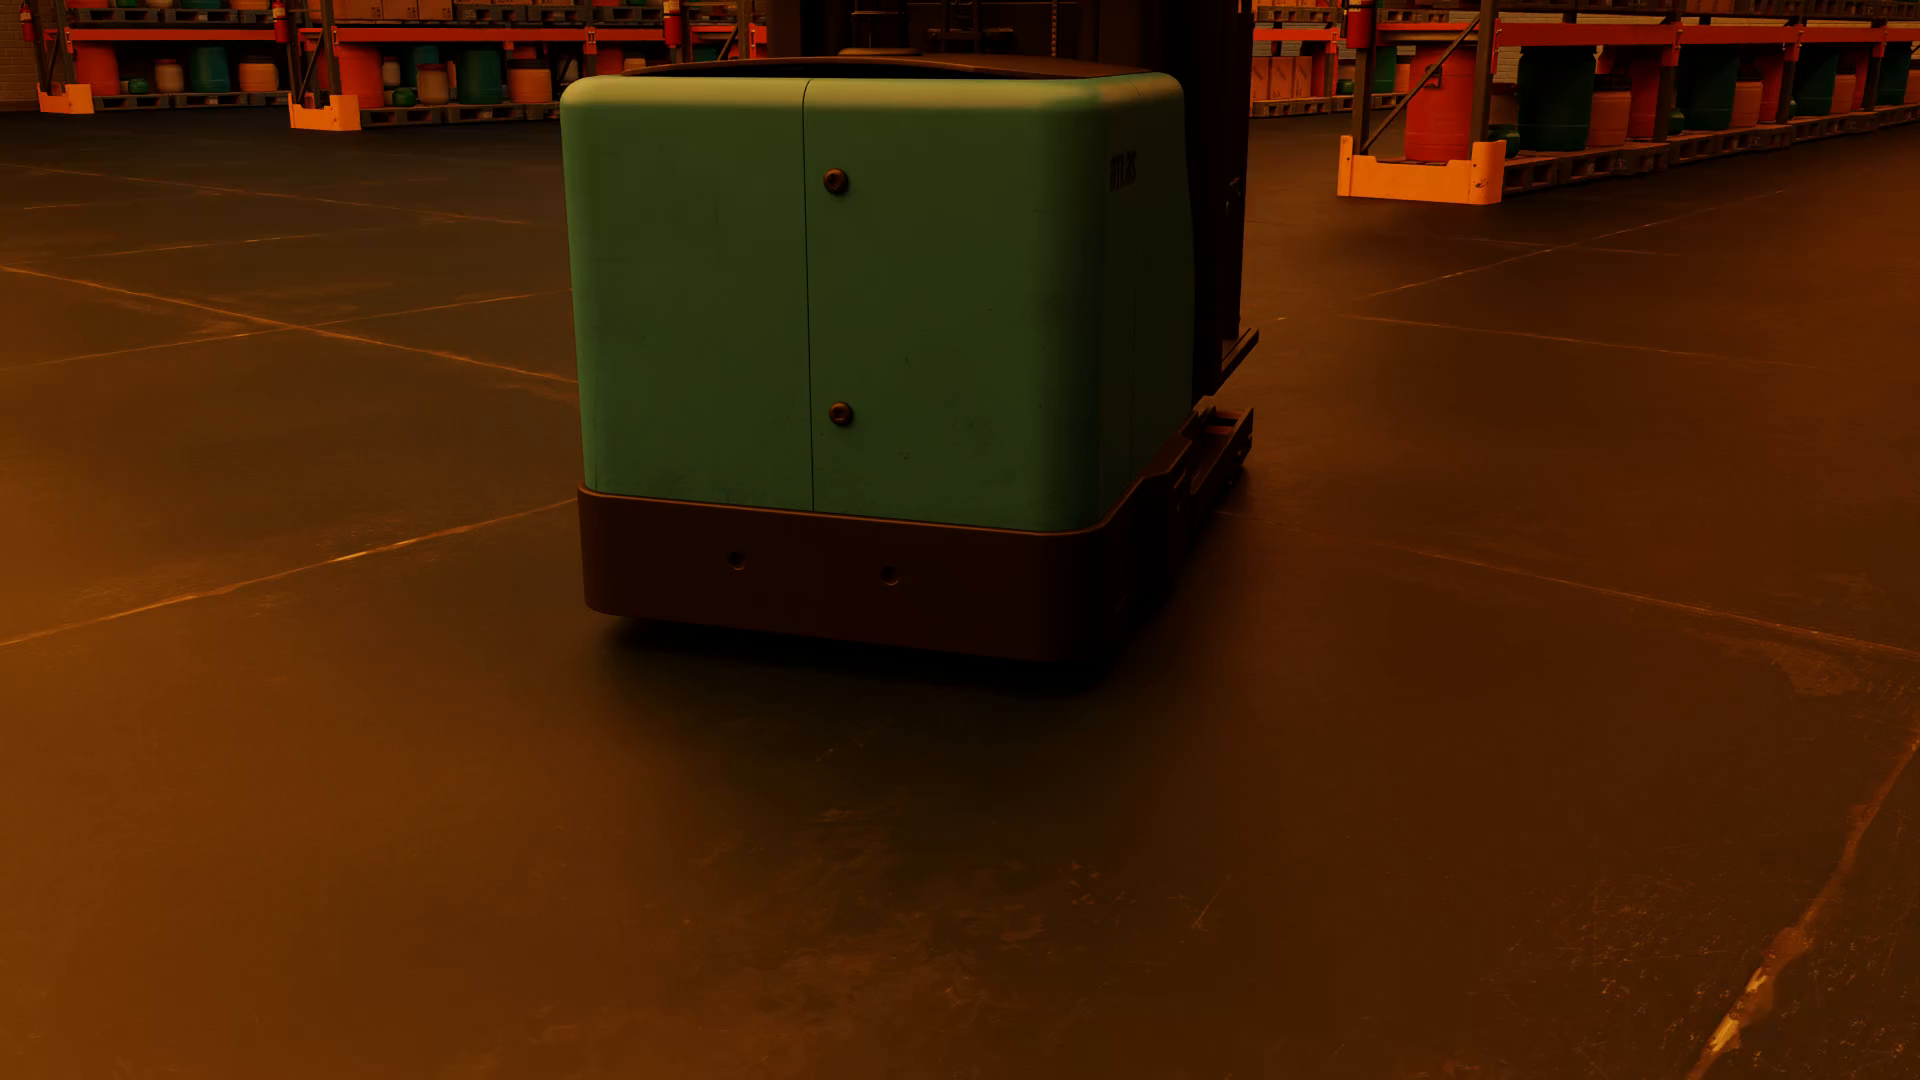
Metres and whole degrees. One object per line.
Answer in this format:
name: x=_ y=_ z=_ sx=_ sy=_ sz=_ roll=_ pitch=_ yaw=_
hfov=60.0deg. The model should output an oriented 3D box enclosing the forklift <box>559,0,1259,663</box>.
forklift: x=0.182 y=-1.571 z=4.072 sx=1.130 sy=2.935 sz=3.031 roll=5 pitch=18 yaw=17
